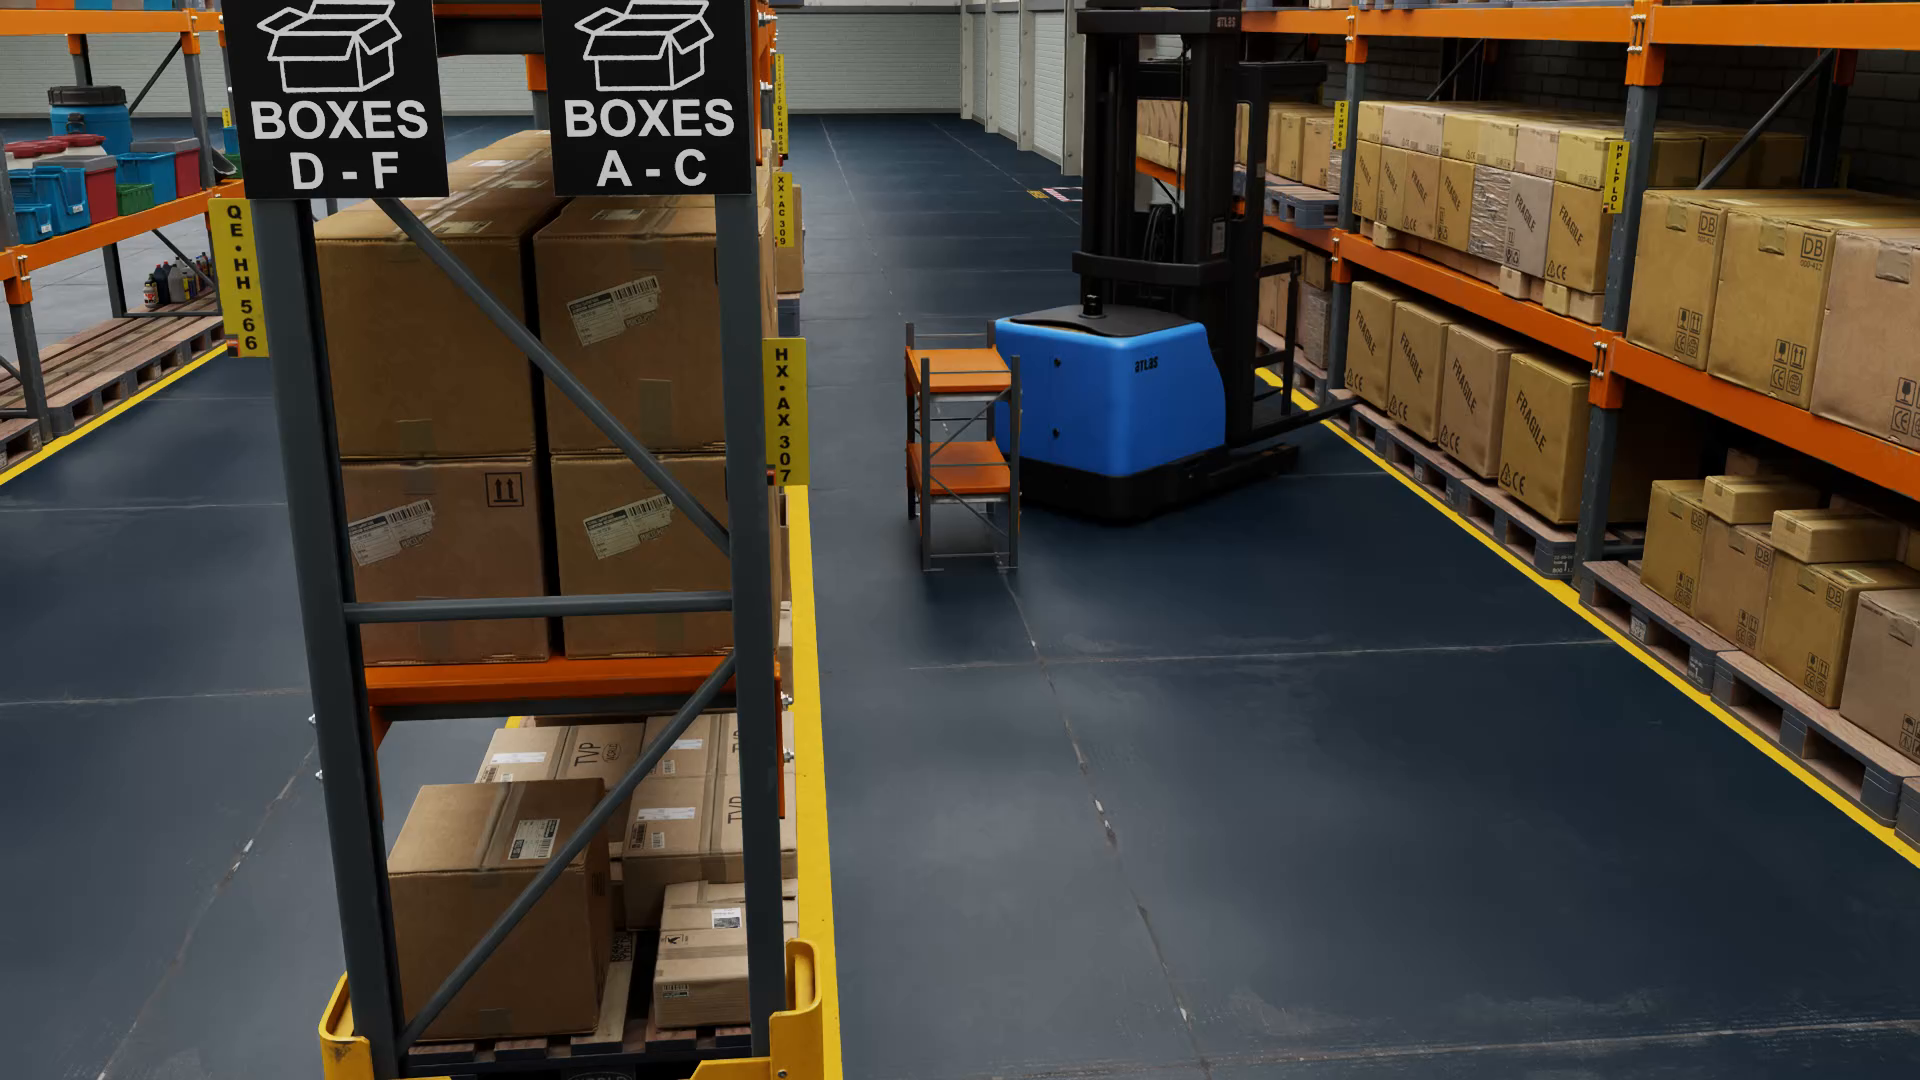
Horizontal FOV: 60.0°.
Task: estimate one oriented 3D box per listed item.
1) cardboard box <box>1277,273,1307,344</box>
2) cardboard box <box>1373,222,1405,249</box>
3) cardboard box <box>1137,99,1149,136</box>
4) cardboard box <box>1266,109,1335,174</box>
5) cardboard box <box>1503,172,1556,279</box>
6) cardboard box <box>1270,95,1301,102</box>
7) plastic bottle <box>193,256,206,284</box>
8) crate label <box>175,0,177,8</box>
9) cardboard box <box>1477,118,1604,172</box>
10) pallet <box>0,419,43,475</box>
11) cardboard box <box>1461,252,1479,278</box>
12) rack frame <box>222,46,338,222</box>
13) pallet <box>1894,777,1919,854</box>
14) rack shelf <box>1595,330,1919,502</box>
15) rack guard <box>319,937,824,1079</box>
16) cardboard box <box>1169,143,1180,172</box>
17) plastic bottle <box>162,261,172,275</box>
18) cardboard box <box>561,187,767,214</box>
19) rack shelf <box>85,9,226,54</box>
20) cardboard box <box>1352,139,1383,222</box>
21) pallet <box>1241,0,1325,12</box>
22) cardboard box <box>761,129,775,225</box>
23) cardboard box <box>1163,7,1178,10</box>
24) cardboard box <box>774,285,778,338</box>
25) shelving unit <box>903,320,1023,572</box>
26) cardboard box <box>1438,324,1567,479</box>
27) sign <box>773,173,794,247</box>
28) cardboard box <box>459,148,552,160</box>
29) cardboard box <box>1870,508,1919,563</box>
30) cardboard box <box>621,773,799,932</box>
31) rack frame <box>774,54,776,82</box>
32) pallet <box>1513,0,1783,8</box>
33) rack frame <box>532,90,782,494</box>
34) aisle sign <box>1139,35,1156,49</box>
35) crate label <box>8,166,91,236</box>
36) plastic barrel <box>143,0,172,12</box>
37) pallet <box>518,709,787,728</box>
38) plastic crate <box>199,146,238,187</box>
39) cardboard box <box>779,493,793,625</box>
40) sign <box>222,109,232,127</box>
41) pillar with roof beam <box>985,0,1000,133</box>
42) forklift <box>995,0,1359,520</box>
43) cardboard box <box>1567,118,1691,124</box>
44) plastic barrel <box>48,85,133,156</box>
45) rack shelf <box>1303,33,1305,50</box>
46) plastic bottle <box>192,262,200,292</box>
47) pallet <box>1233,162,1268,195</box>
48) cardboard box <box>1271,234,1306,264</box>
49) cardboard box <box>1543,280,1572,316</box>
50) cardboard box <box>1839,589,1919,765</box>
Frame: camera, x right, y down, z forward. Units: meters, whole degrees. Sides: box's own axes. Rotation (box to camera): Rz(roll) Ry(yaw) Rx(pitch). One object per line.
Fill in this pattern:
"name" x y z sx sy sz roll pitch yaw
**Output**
"cardboard box" 3.039 -1.917 13.714 0.700 0.500 0.500 -2 18 -6
"cardboard box" 2.946 -2.010 10.958 0.380 0.149 0.250 -1 17 -4
"cardboard box" 2.195 -4.609 17.814 0.500 0.500 0.500 -2 18 -7
"cardboard box" 2.938 -3.317 13.835 0.700 0.500 0.500 1 17 2
"cardboard box" 3.234 -1.672 8.797 0.500 0.500 0.500 -2 18 -5
"cardboard box" 2.929 -4.017 15.928 0.500 0.500 0.500 -2 18 -7
"plastic bottle" -7.574 -2.687 16.547 0.097 0.271 0.097 0 17 0
"crate label" -7.633 -5.252 16.140 0.502 0.251 0.408 -2 18 -6
"cardboard box" 3.196 -2.184 9.176 0.500 0.250 0.500 -1 17 -5
"pallet" -6.549 -0.513 10.457 1.003 0.211 1.213 -2 18 -6
"cardboard box" 3.175 -1.632 9.753 0.380 0.149 0.250 -1 17 -4
"rack frame" -7.497 -4.460 18.376 1.000 3.000 0.127 -2 18 -6
"pallet" 3.847 1.095 5.336 1.003 0.211 1.213 -2 18 -6
"rack shelf" 3.801 -0.252 6.172 1.077 0.370 4.000 -2 18 -6
"rack guard" -0.927 1.325 4.122 1.175 0.500 0.348 -2 18 -6
"cardboard box" 2.376 -3.793 16.467 0.500 0.250 0.500 -2 18 -5
"plastic bottle" -7.457 -2.455 15.676 0.144 0.351 0.185 -3 18 -8
"cardboard box" -0.764 -0.666 4.453 0.500 0.500 0.500 -2 18 -5
"rack shelf" -7.291 -4.952 16.136 1.077 0.370 4.000 -2 18 -6
"cardboard box" 2.978 -2.429 11.210 0.500 0.500 0.500 -1 17 -4
"pallet" 2.837 -4.420 13.553 1.213 0.211 1.003 -2 18 -6
"cardboard box" -1.022 -1.419 6.853 0.500 0.500 0.500 -2 18 -5
"cardboard box" 2.337 -5.521 16.546 0.500 0.500 0.500 -2 18 -8
"cardboard box" -0.915 -0.637 6.031 0.500 0.500 0.500 -1 17 -4
"shelving unit" 0.001 -0.535 9.002 0.538 1.125 1.048 -2 18 -6
"cardboard box" 3.304 -0.820 9.669 0.750 0.750 0.750 -1 17 -4
"sign" -0.793 -1.469 7.403 0.100 0.325 0.005 -2 18 -6
"cardboard box" -1.457 -1.106 5.855 0.500 0.500 0.500 -2 18 -7
"cardboard box" 3.862 -0.021 6.625 0.380 0.149 0.250 -2 18 -5
"cardboard box" -0.745 0.937 5.040 0.500 0.250 0.500 -2 18 -6
"rack frame" -2.570 -4.612 18.860 1.000 3.000 0.127 -2 18 -6
"pallet" 3.451 -2.802 8.407 0.805 0.209 1.217 -2 18 -8
"rack frame" -1.332 -1.037 7.472 1.000 3.000 0.127 -2 18 -6
"aisle sign" 2.051 -6.019 19.000 0.394 0.787 0.004 -2 18 -6
"crate label" -6.505 -2.398 11.748 0.502 0.435 0.616 -2 18 -6
"plastic barrel" -6.816 -4.794 13.594 0.600 0.901 0.708 -2 18 -6
"pallet" -1.133 0.863 6.077 1.003 0.211 1.213 -2 18 -6
"plastic crate" -7.012 -3.399 15.098 0.767 0.338 0.504 -2 18 -6
"cardboard box" -0.991 0.107 7.267 0.500 0.500 0.500 -2 18 -6
"sign" -8.045 -4.576 18.284 0.100 0.325 0.005 -2 18 -6
"pillar with roof beam" -3.468 -14.464 40.225 9.100 9.000 0.400 -2 18 -6
"forklift" 1.509 -1.881 10.277 1.130 2.935 3.031 15 23 40
"cardboard box" 3.689 -2.198 9.221 0.500 0.250 0.500 -2 18 -7
"plastic barrel" -7.346 -3.383 14.108 0.600 0.901 0.708 -2 18 -6
"rack shelf" 2.563 -5.258 17.111 1.077 0.370 4.000 -2 18 -6
"plastic bottle" -7.391 -2.529 16.027 0.061 0.283 0.133 -2 18 -6
"pallet" 2.704 -3.251 14.844 1.003 0.211 1.213 -2 18 -6
"cardboard box" 2.968 -2.445 14.143 0.500 0.250 0.500 -2 18 -7
"cardboard box" 3.229 -1.247 8.527 0.380 0.149 0.250 -1 17 -5
"cardboard box" 3.731 0.489 6.085 0.700 0.500 0.500 -2 18 -7
